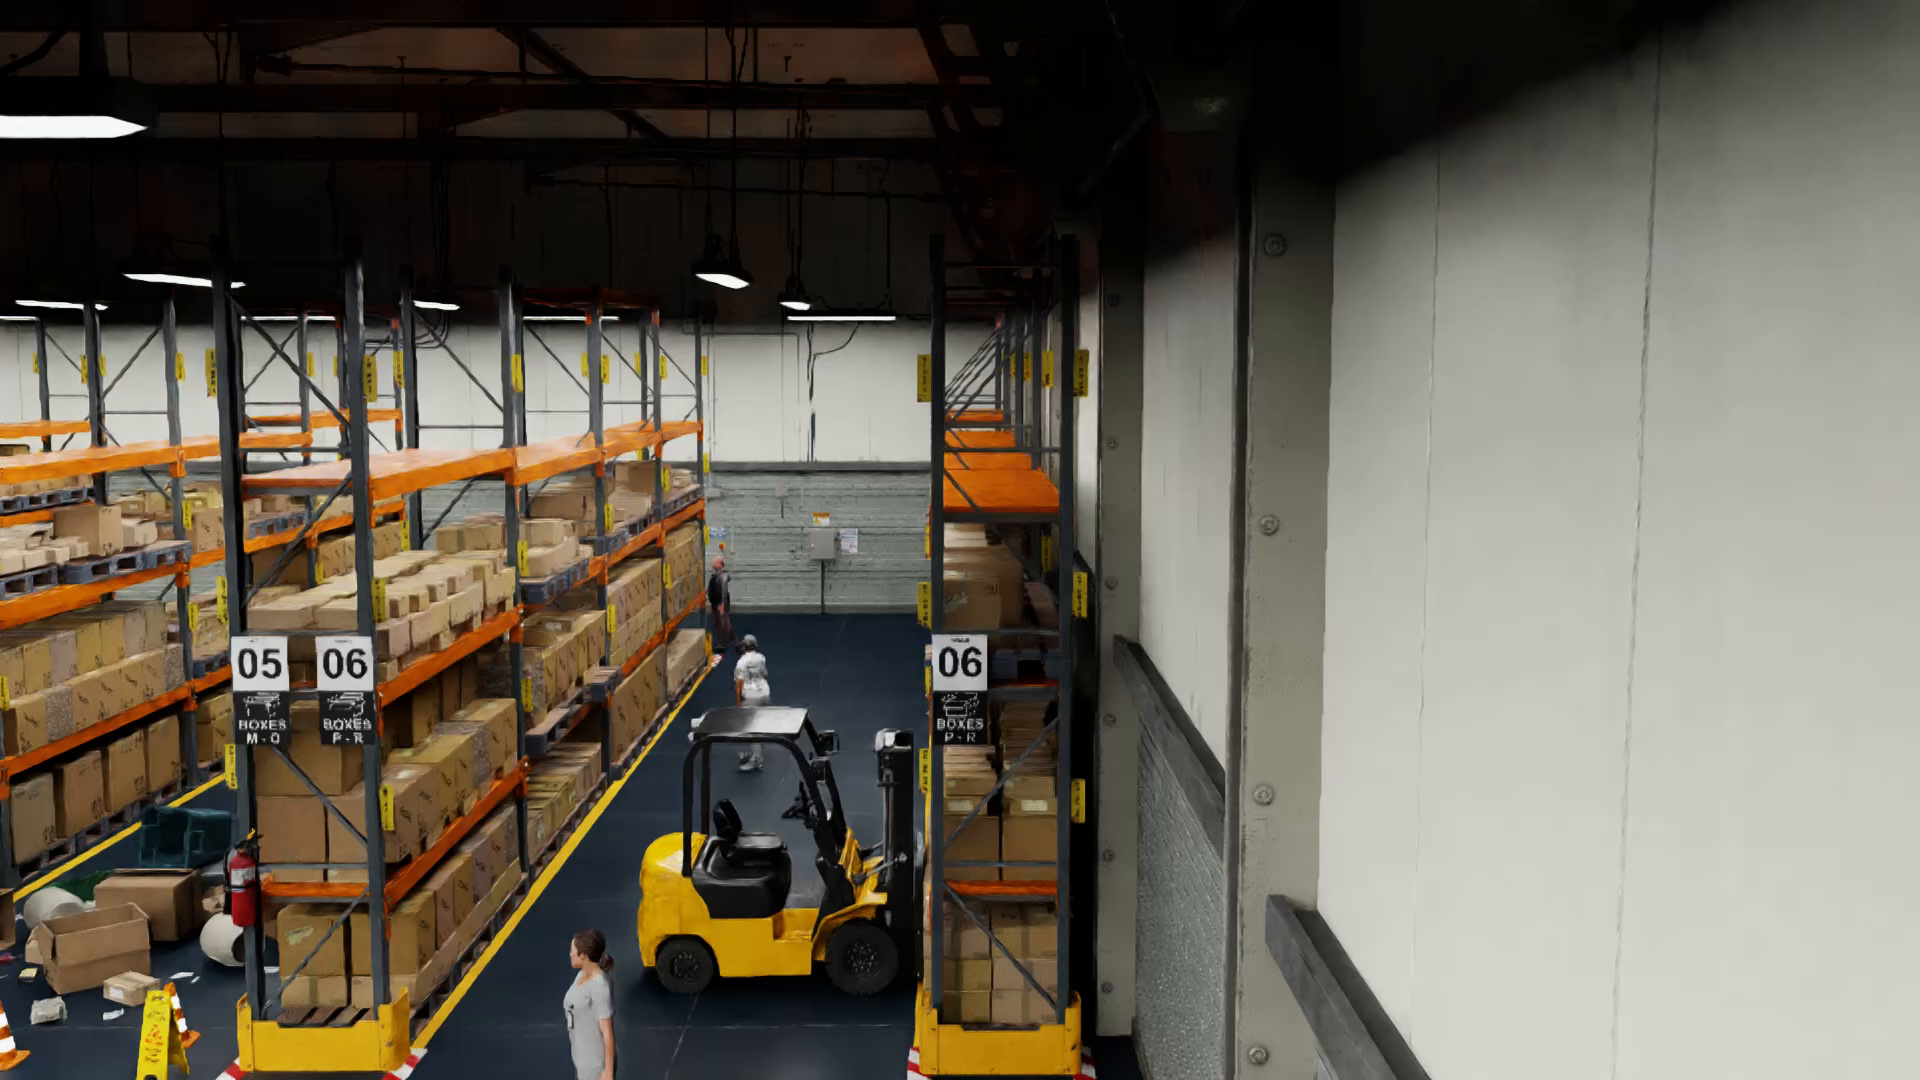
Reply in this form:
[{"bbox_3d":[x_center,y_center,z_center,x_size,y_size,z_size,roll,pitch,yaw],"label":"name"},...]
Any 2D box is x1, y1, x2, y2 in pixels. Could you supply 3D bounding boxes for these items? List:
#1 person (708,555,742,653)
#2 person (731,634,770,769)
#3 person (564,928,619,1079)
[{"bbox_3d":[-4.106,1.120,29.014,0.512,1.713,0.738,-3,7,-26],"label":"person"},{"bbox_3d":[-2.657,2.013,21.017,0.556,1.659,0.591,4,7,29],"label":"person"},{"bbox_3d":[-2.210,3.207,10.197,0.386,1.666,0.563,-3,7,-28],"label":"person"}]
